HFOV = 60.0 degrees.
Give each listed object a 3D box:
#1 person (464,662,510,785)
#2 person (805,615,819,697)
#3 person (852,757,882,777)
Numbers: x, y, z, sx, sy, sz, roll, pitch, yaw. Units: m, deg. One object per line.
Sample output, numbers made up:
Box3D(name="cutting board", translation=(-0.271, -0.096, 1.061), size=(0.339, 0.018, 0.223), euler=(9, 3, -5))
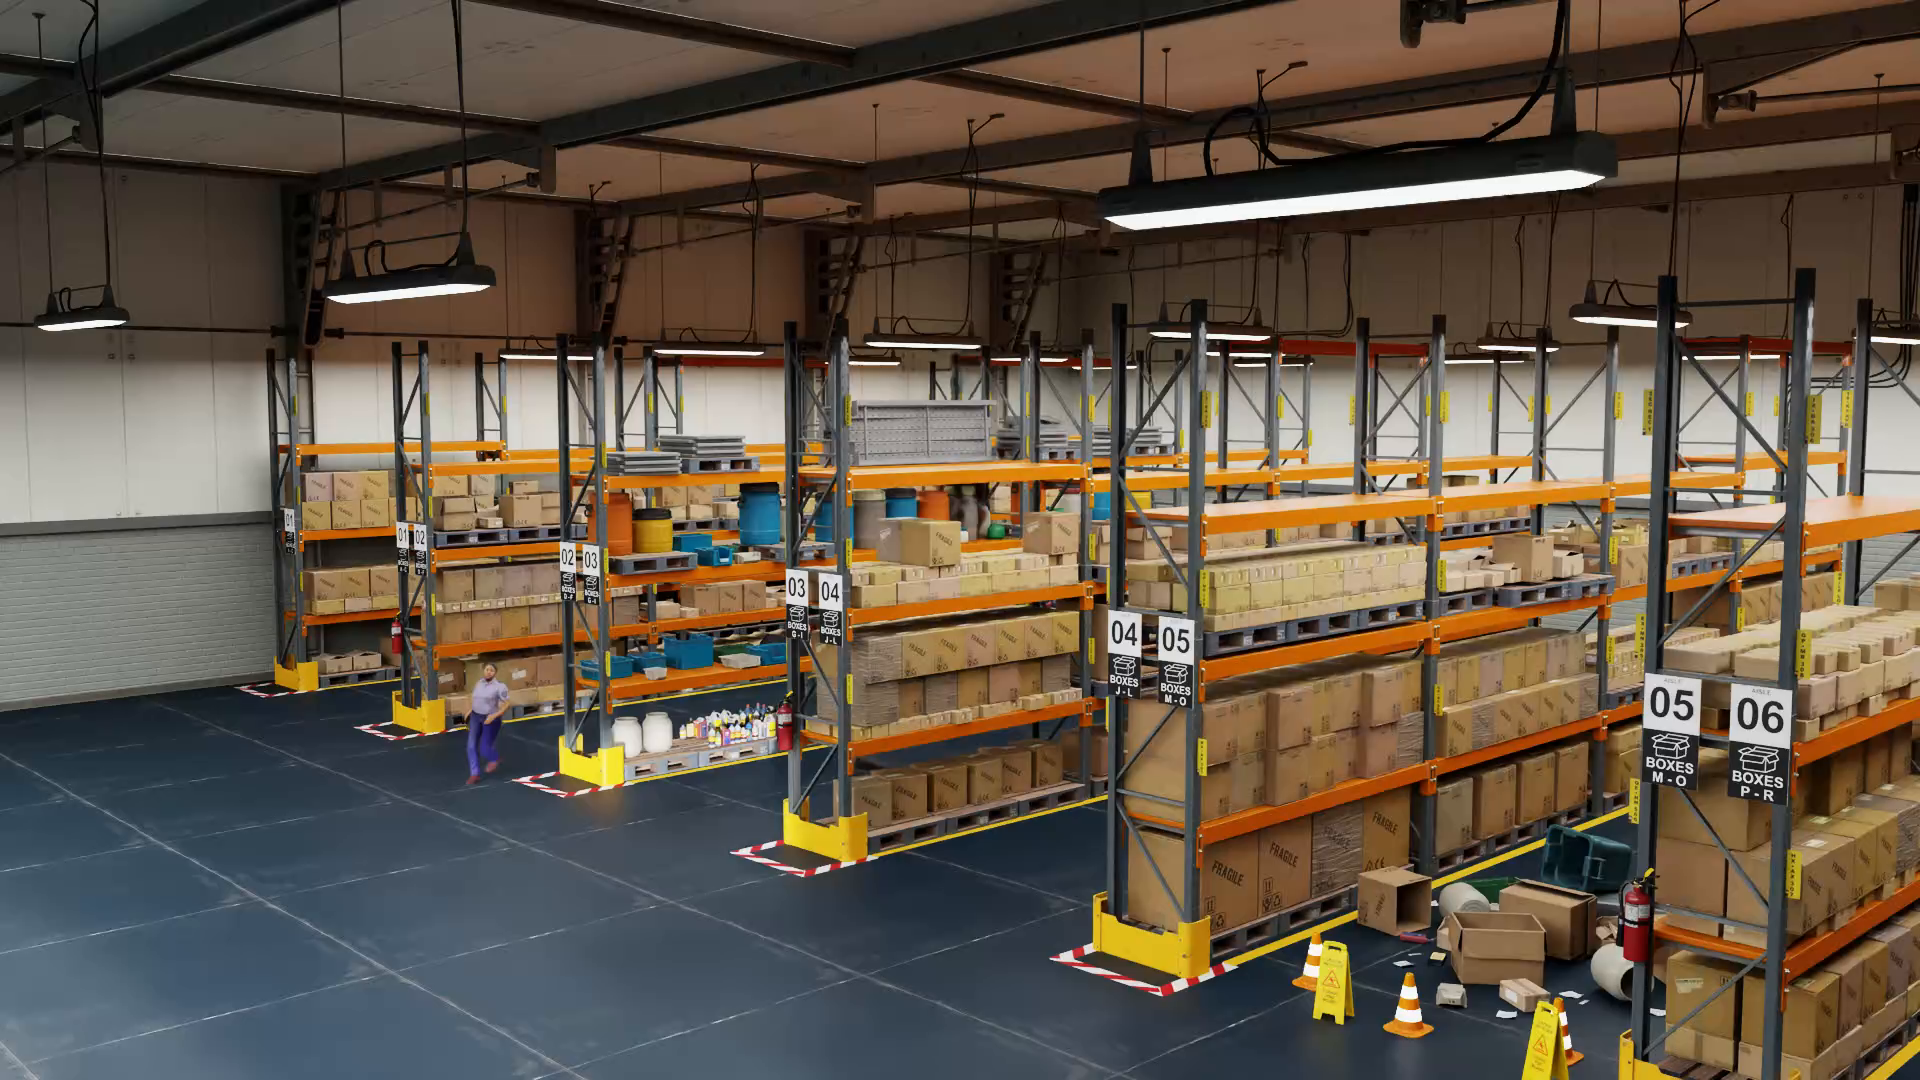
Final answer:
Box3D(name="person", translation=(-6.326, 2.444, 22.351), size=(0.649, 1.624, 0.684), euler=(1, 5, 13))
Box3D(name="person", translation=(-2.465, 1.843, 28.166), size=(0.652, 1.840, 0.836), euler=(3, 6, 33))
Box3D(name="person", translation=(-1.311, 2.511, 21.489), size=(0.515, 1.618, 0.629), euler=(-5, 7, -43))
